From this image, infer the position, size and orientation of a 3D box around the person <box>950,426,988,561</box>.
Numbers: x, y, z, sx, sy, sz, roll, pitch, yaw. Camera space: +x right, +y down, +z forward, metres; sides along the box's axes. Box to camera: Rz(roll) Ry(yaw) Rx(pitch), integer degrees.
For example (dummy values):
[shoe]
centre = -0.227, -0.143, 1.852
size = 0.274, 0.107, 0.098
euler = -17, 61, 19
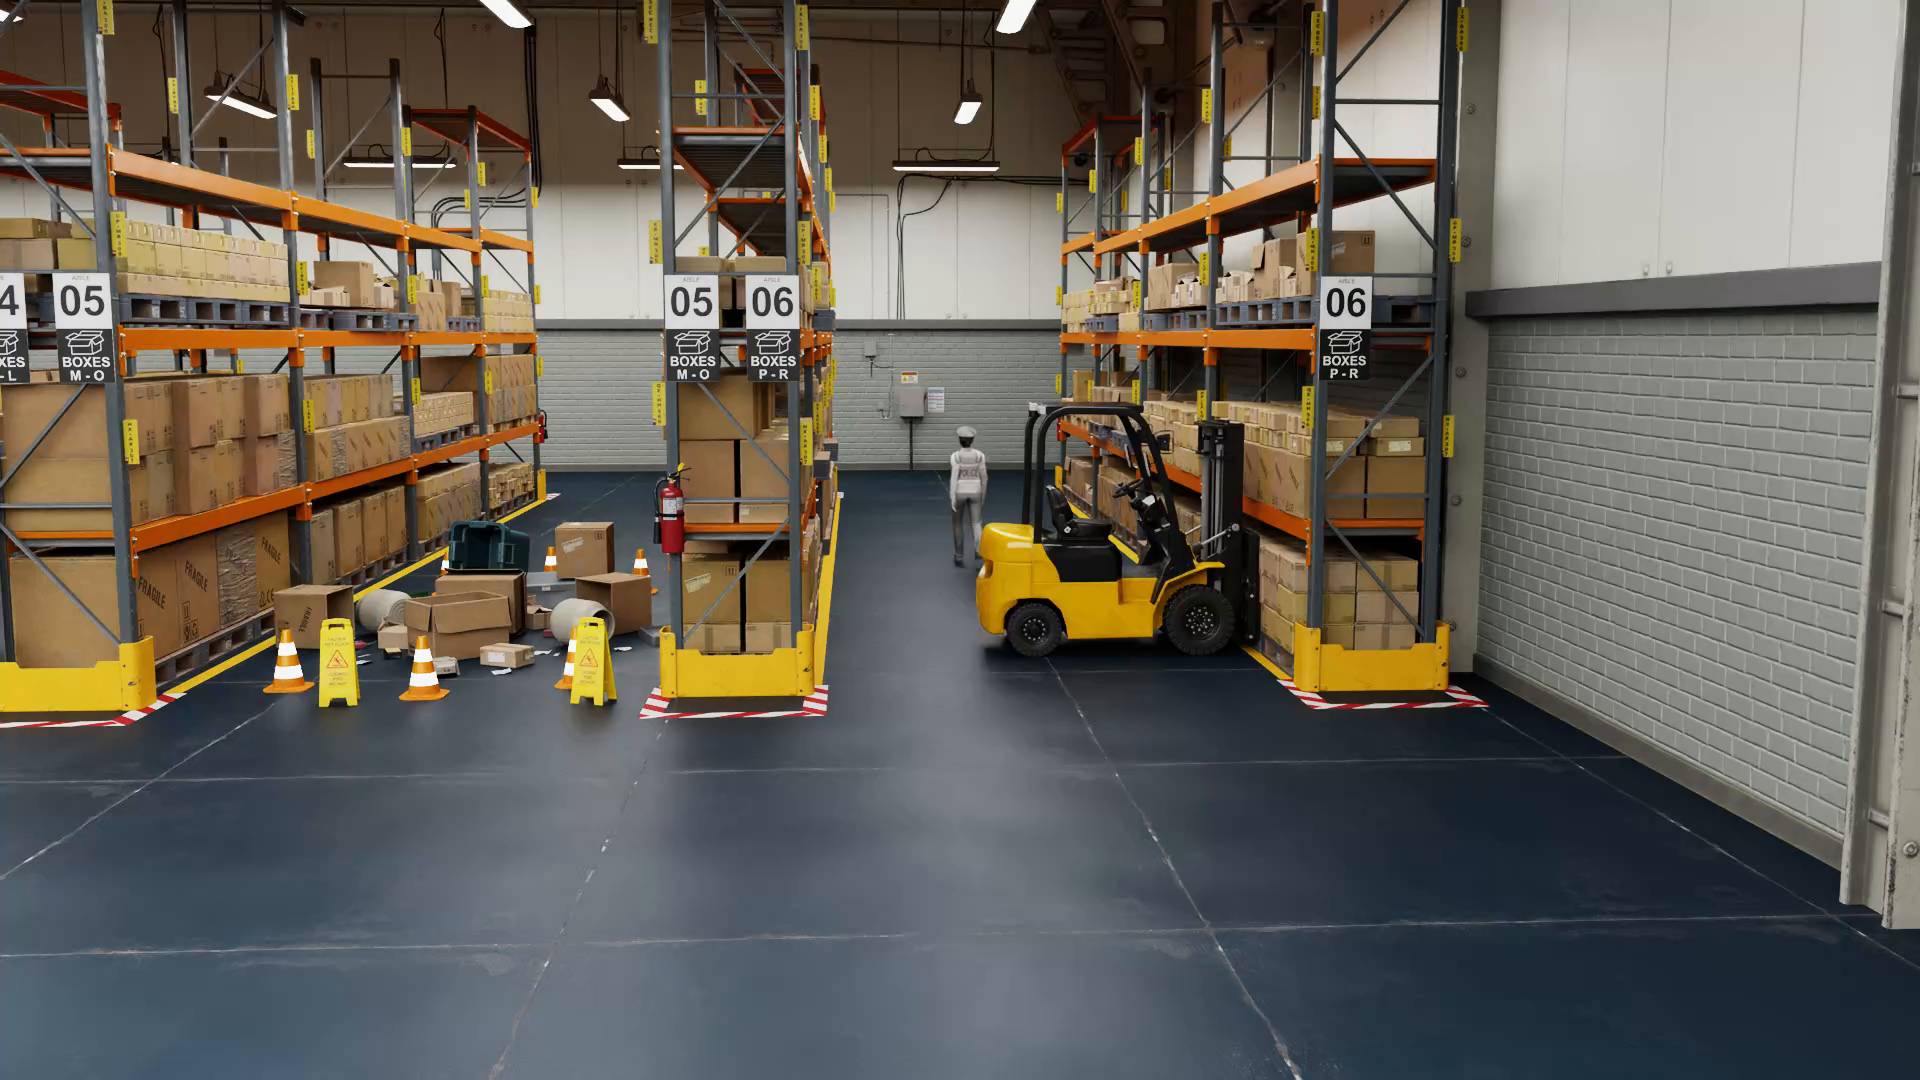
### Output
[person]
centre = 0.102, -0.548, 20.059
size = 0.480, 1.651, 0.910
euler = -1, 7, -8
